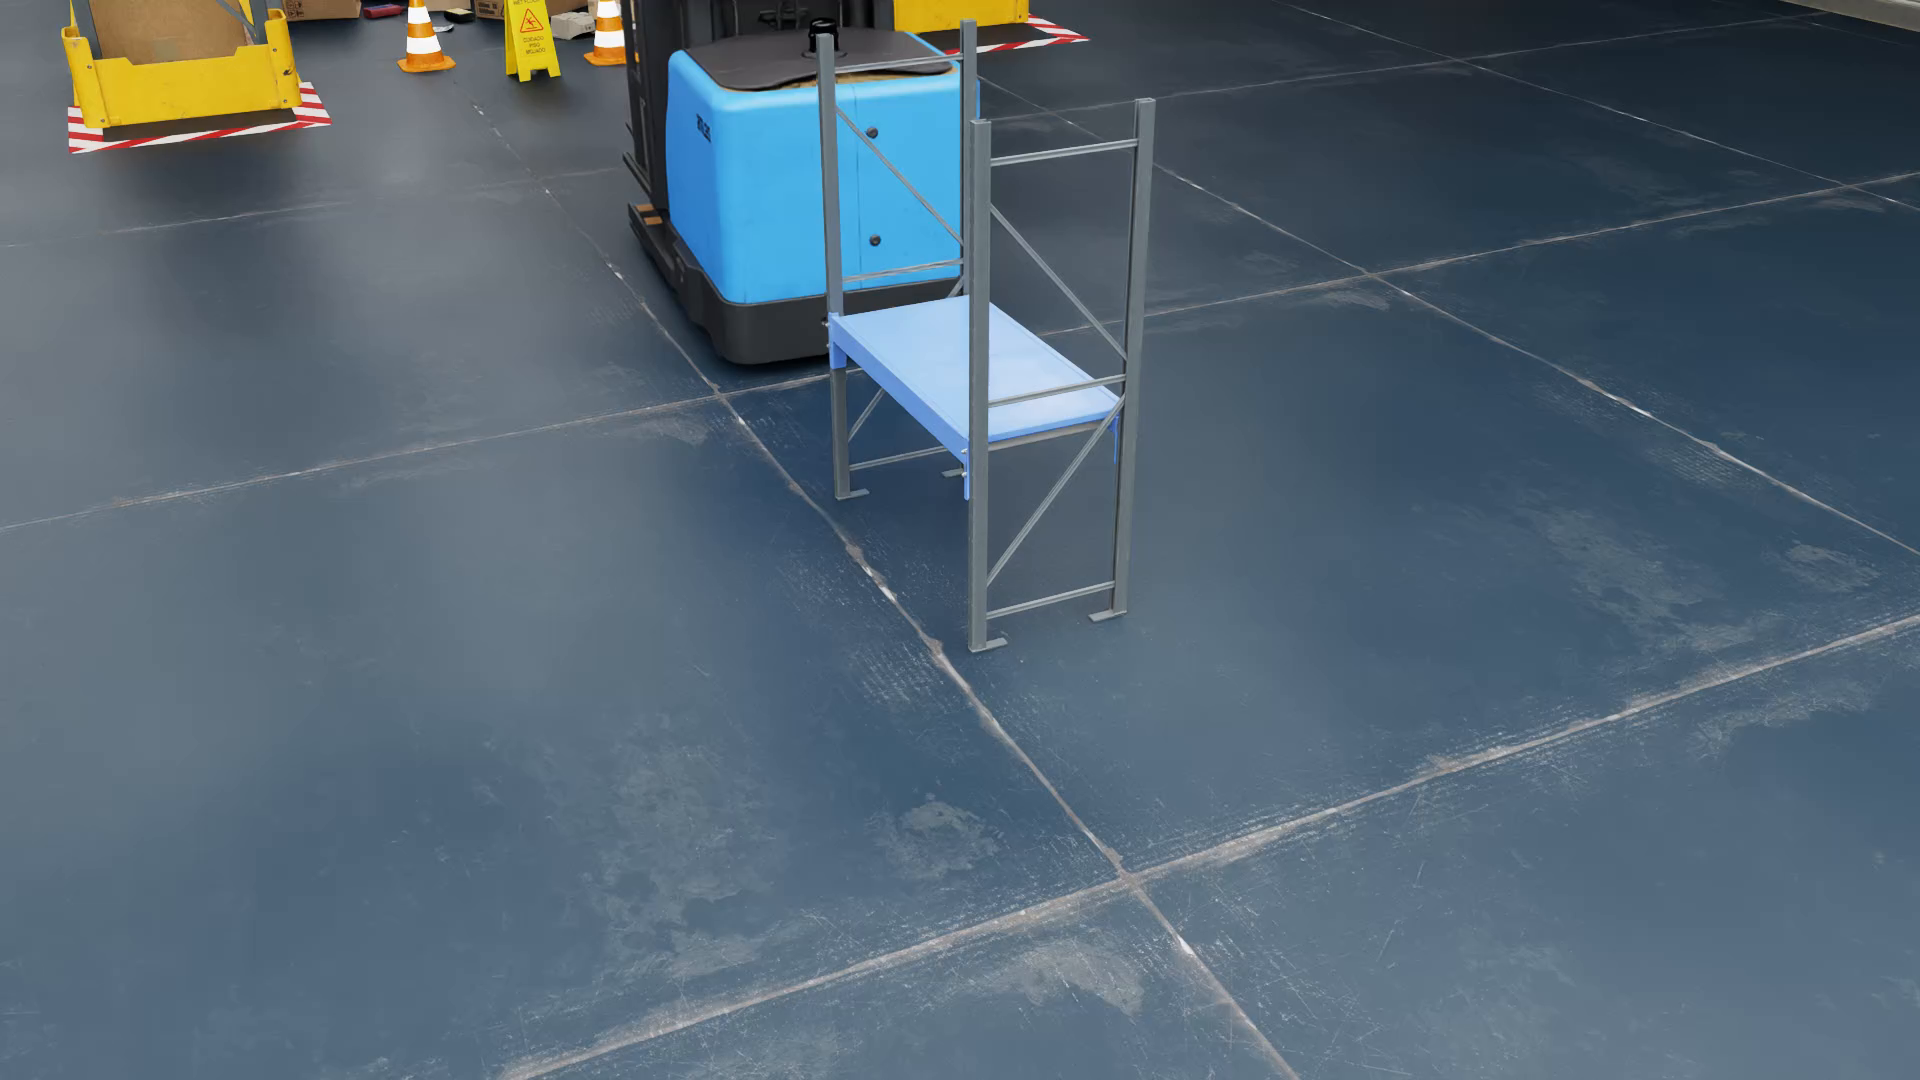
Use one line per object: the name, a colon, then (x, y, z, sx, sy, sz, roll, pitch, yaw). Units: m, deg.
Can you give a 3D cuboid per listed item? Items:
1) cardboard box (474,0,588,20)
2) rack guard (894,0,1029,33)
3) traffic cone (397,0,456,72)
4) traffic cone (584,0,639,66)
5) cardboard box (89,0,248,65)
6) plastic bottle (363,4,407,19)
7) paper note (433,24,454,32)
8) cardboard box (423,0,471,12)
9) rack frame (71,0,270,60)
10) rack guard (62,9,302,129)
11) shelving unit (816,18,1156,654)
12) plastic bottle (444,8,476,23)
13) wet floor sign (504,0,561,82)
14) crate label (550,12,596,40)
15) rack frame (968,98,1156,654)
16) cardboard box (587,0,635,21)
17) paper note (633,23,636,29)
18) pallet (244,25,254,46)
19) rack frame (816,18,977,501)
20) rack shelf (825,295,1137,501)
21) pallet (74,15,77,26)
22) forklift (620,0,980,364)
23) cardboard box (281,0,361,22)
cardboard box: (-3.100, -4.071, 11.996, 0.637, 0.503, 0.797, 13, 32, 21)
rack guard: (-0.092, -3.859, 11.621, 1.175, 0.500, 0.348, -13, 32, -22)
traffic cone: (-3.432, -3.258, 10.587, 0.336, 0.463, 0.334, -13, 32, -22)
traffic cone: (-2.266, -3.345, 10.743, 0.336, 0.463, 0.334, -13, 32, -22)
cardboard box: (-4.837, -3.374, 9.943, 0.875, 0.875, 0.875, -13, 32, -22)
plastic bottle: (-4.146, -3.821, 12.001, 0.133, 0.061, 0.283, 26, 38, 38)
paper note: (-3.609, -3.567, 11.582, 0.144, 0.017, 0.142, -3, 29, -5)
cardboard box: (-3.803, -4.034, 12.172, 0.396, 0.266, 0.258, -8, 30, -13)
rack frame: (-4.487, -3.832, 9.017, 1.000, 3.000, 0.127, -13, 32, -22)
rack guard: (-4.476, -2.731, 9.609, 1.175, 0.500, 0.348, -13, 32, -22)
shelving unit: (0.037, -0.616, 4.816, 0.538, 1.500, 1.048, -13, 32, -22)
plastic bottle: (-3.593, -3.751, 11.877, 0.283, 0.061, 0.133, 26, 38, 38)
wet floor sign: (-2.686, -3.208, 10.311, 0.267, 0.644, 0.232, -19, 35, -30)
crate label: (-2.659, -3.537, 11.418, 0.298, 0.136, 0.250, 19, 34, 30)
rack frame: (0.255, -0.392, 4.416, 0.500, 1.500, 0.032, -13, 32, -22)
cardboard box: (-2.446, -3.827, 11.923, 0.380, 0.149, 0.250, 2, 29, 4)
paper note: (-2.263, -3.621, 11.675, 0.142, 0.019, 0.148, 26, 38, 38)
pallet: (-4.901, -2.952, 10.299, 1.003, 0.211, 1.213, -13, 32, -22)
rack frame: (-0.182, -0.841, 5.216, 0.500, 1.500, 0.032, -13, 32, -22)
rack shelf: (0.037, -0.460, 4.904, 0.538, 0.185, 1.000, -13, 32, -22)
pallet: (-5.420, -3.491, 11.259, 1.003, 0.211, 1.213, -13, 32, -22)
forklift: (-0.899, -2.647, 6.974, 1.130, 2.935, 3.031, -10, 31, -18)
cardboard box: (-4.611, -4.039, 11.940, 0.500, 0.500, 0.500, -8, 30, -13)
